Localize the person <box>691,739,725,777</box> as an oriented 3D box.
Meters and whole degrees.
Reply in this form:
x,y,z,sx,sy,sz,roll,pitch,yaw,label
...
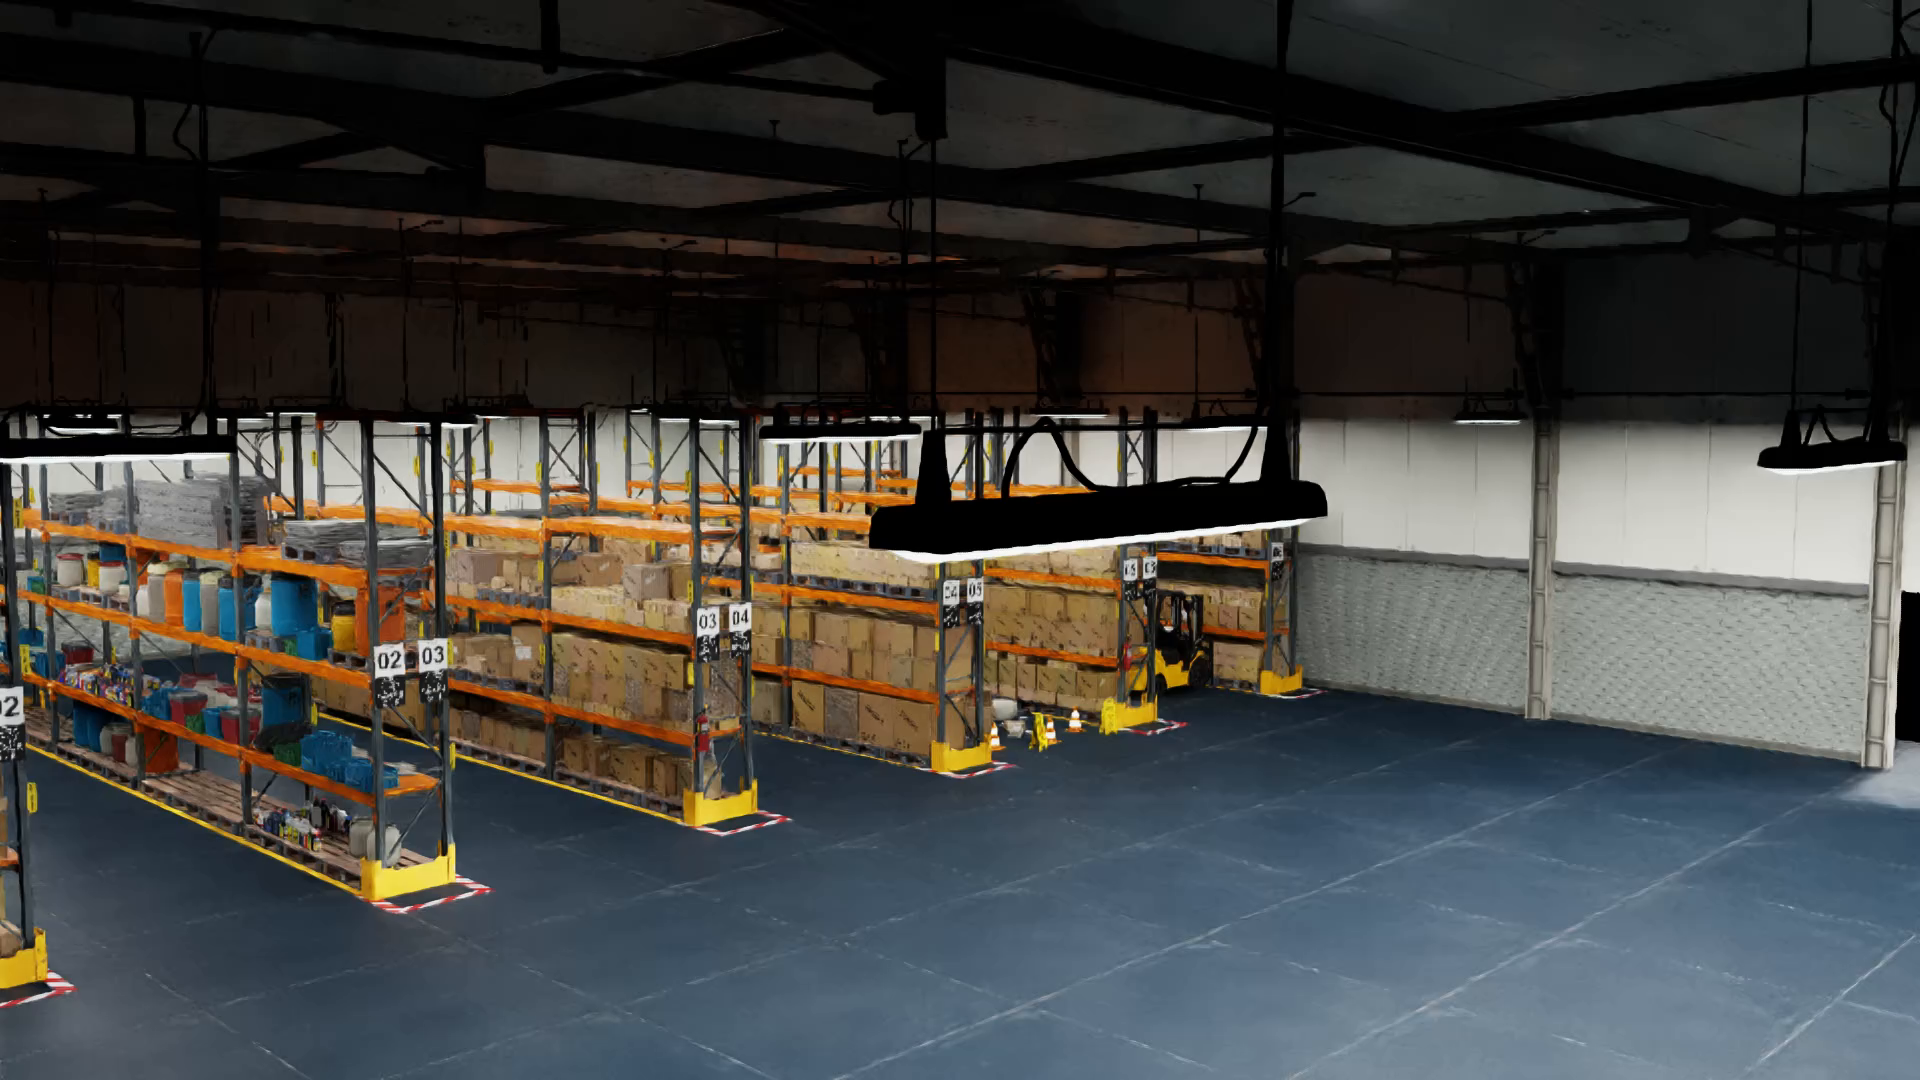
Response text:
x,y,z,sx,sy,sz,roll,pitch,yaw,label
-4.134,3.040,27.476,1.119,1.700,0.543,5,7,42,person
